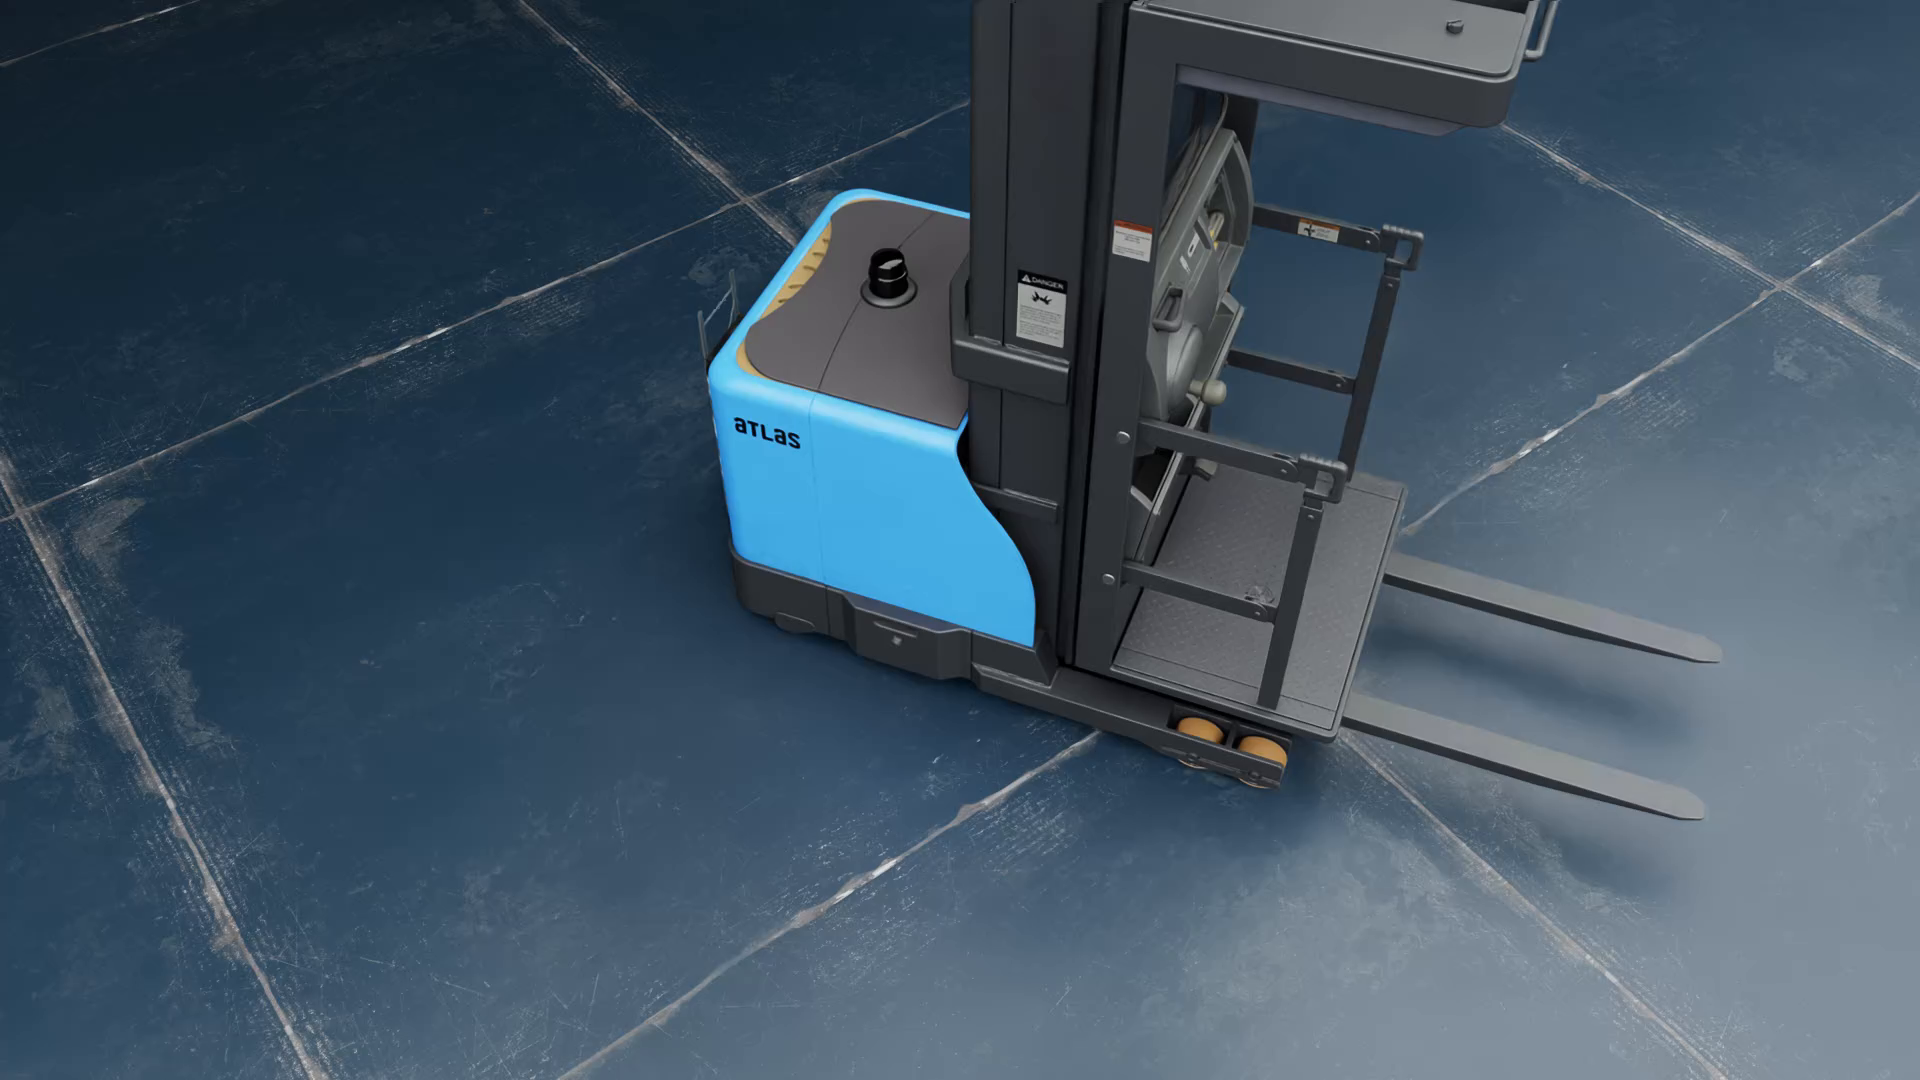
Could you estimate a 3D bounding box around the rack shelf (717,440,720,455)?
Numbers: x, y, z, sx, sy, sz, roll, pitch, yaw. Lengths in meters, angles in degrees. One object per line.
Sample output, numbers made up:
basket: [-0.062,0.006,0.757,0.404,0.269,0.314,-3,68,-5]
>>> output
rack shelf: [-0.676,-0.372,5.646,0.200,0.077,0.258,16,50,14]

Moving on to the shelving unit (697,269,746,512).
shelving unit: [-0.676,-0.455,5.555,0.210,0.900,0.258,16,50,14]

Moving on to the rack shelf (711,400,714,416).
rack shelf: [-0.676,-0.493,5.513,0.200,0.077,0.258,16,50,14]

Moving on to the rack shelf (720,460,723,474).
rack shelf: [-0.676,-0.311,5.713,0.200,0.077,0.258,16,50,14]

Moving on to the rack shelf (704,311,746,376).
rack shelf: [-0.676,-0.614,5.379,0.200,0.077,0.258,16,50,14]

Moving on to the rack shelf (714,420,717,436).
rack shelf: [-0.676,-0.432,5.580,0.200,0.077,0.258,16,50,14]

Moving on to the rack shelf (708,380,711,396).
rack shelf: [-0.676,-0.553,5.446,0.200,0.077,0.258,16,50,14]

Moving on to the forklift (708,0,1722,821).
forklift: [0.828,-0.680,4.388,3.031,2.935,1.130,16,50,14]

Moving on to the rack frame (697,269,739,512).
rack frame: [-0.771,-0.482,5.580,0.006,0.900,0.240,16,50,14]
